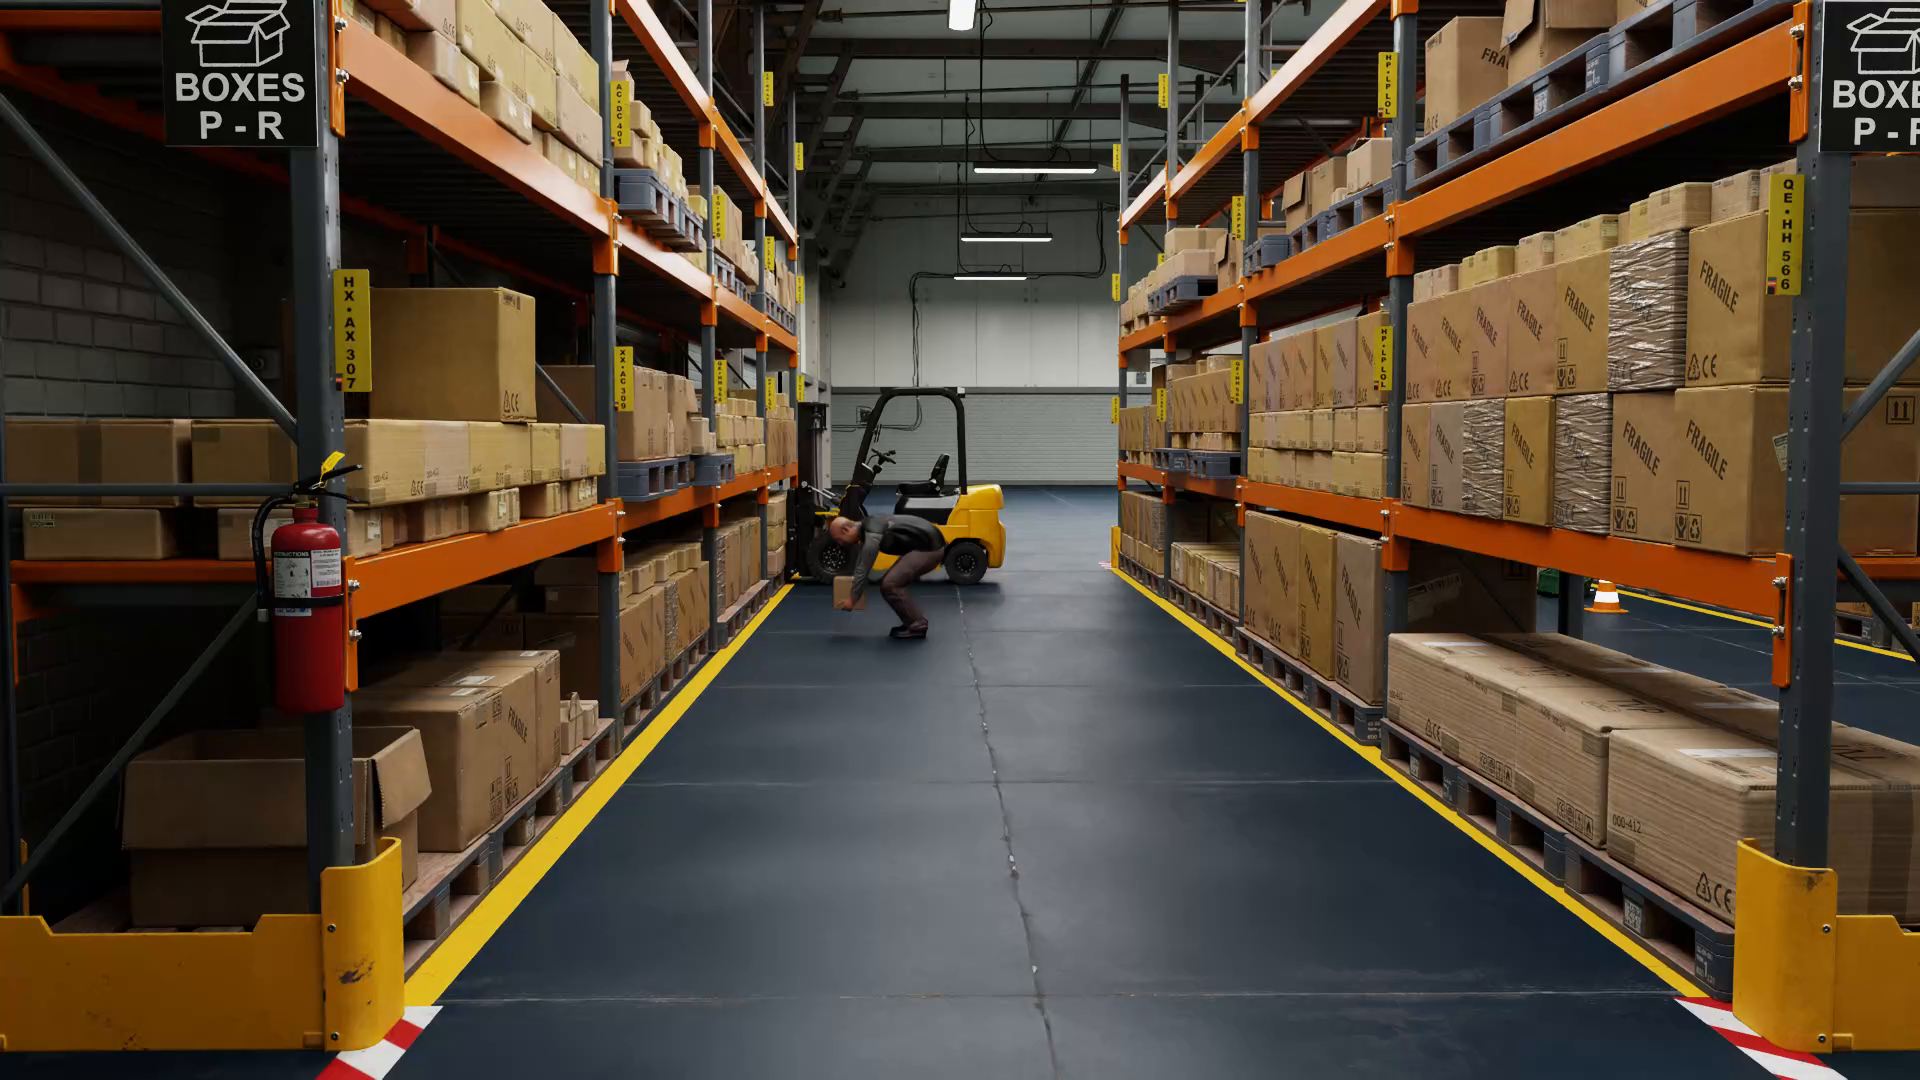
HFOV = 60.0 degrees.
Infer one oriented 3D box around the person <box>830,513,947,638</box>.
[{"bbox_3d":[-0.586,0.285,13.551,0.949,1.008,0.514,0,4,-4],"label":"person"}]
